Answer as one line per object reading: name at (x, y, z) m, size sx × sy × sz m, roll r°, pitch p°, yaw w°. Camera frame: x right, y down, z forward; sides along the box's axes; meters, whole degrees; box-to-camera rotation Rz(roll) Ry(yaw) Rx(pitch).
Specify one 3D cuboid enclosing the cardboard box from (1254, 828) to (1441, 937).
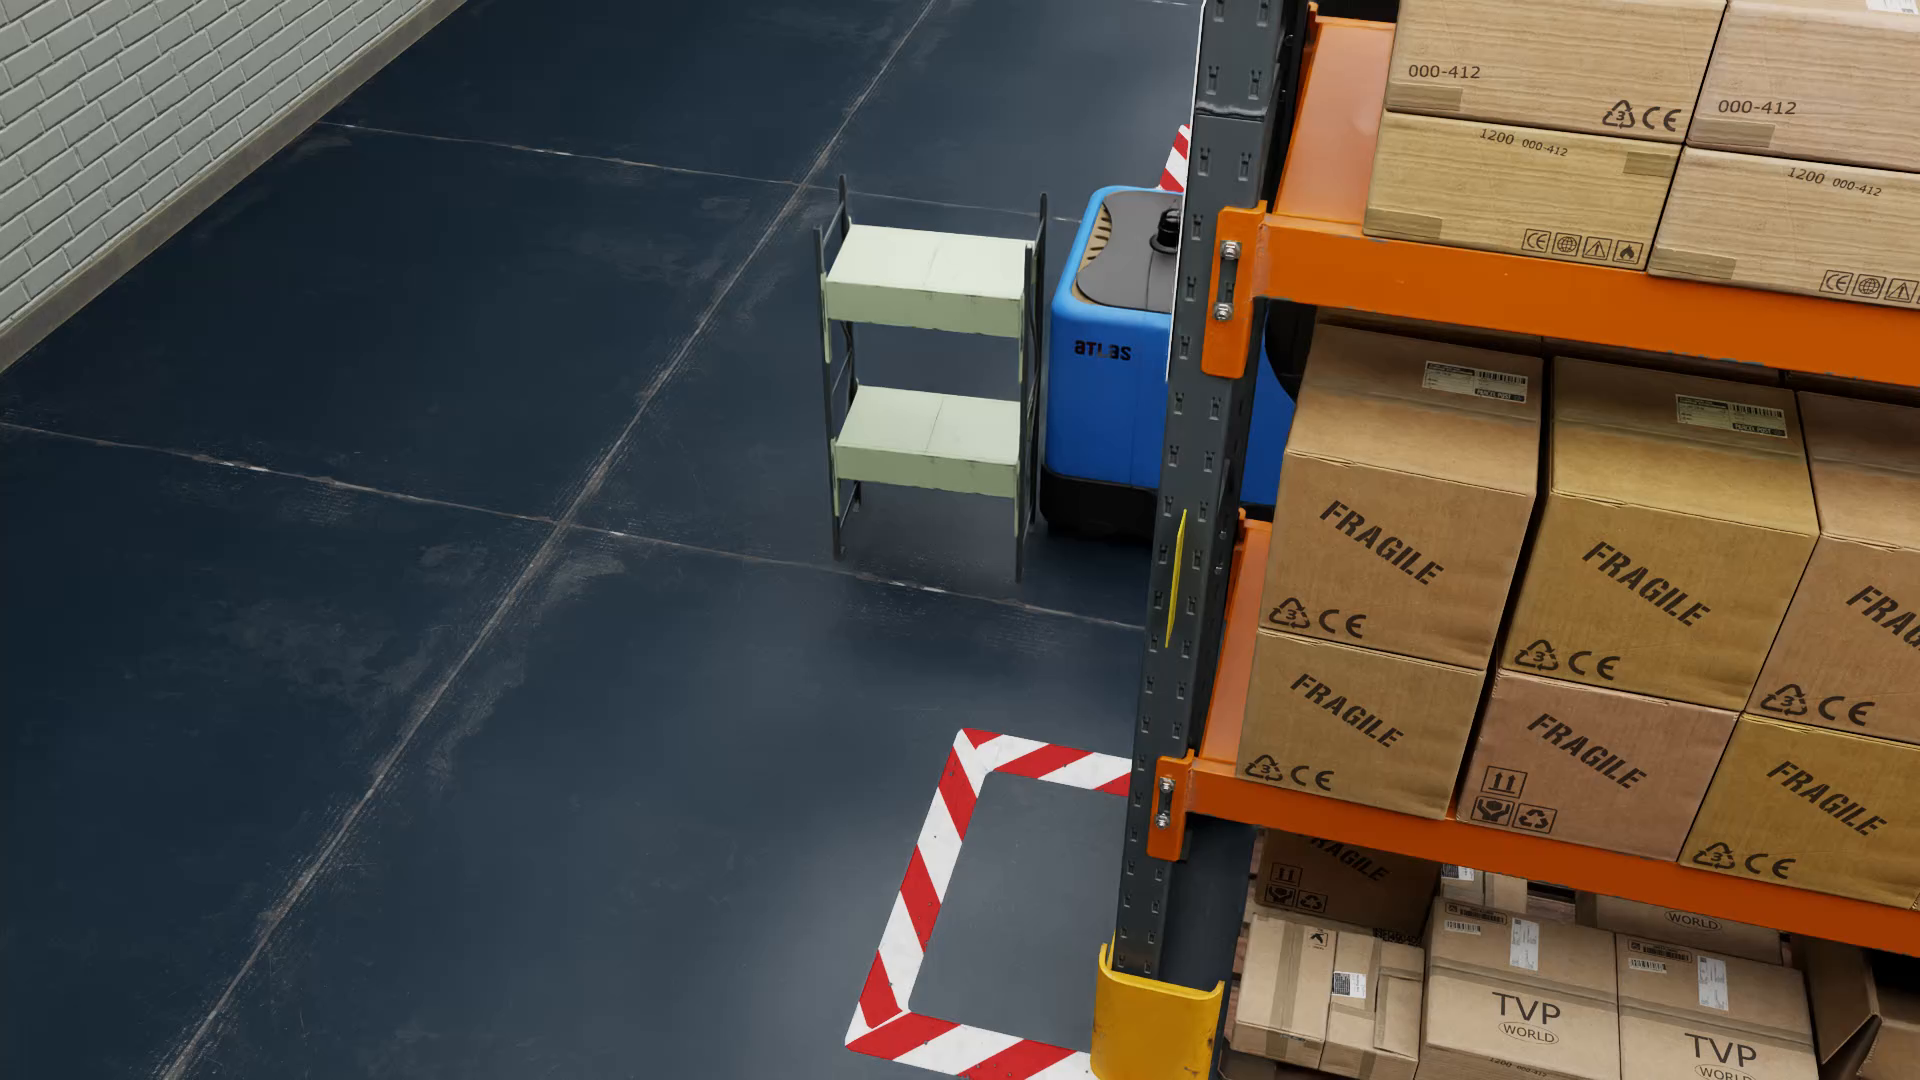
cardboard box at (1.202, 0.807, 5.059) m, size 0.500 × 0.500 × 0.500 m, roll 10°, pitch 41°, yaw 11°

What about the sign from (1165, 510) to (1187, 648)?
sign at (0.473, 0.086, 3.642) m, size 0.005 × 0.325 × 0.100 m, roll 10°, pitch 41°, yaw 11°

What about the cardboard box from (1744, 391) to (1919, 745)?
cardboard box at (1.963, 0.065, 3.485) m, size 0.500 × 0.500 × 0.500 m, roll 10°, pitch 41°, yaw 12°

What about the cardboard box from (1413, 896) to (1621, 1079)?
cardboard box at (1.548, 1.315, 4.648) m, size 0.500 × 0.250 × 0.500 m, roll 10°, pitch 41°, yaw 11°

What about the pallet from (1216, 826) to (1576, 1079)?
pallet at (1.457, 1.293, 5.046) m, size 1.213 × 0.211 × 1.003 m, roll 10°, pitch 41°, yaw 11°

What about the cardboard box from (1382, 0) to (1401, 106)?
cardboard box at (1.178, -1.089, 3.499) m, size 0.500 × 0.250 × 0.500 m, roll 10°, pitch 41°, yaw 11°

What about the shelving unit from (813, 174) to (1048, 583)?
shelving unit at (-0.096, -0.573, 6.266) m, size 0.755 × 1.500 × 0.431 m, roll 7°, pitch 40°, yaw 8°

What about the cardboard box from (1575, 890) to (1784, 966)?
cardboard box at (2.112, 1.079, 4.929) m, size 0.500 × 0.250 × 0.500 m, roll 10°, pitch 41°, yaw 11°

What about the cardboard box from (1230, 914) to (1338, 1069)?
cardboard box at (0.929, 1.287, 4.760) m, size 0.250 × 0.149 × 0.380 m, roll 10°, pitch 41°, yaw 11°

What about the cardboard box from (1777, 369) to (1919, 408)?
cardboard box at (2.104, -0.271, 3.885) m, size 0.500 × 0.500 × 0.500 m, roll 11°, pitch 41°, yaw 13°

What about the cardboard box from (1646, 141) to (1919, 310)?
cardboard box at (1.523, -0.676, 3.007) m, size 0.500 × 0.250 × 0.500 m, roll 10°, pitch 41°, yaw 11°

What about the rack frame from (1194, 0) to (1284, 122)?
rack frame at (0.613, -2.217, 2.392) m, size 0.127 × 3.000 × 1.000 m, roll 10°, pitch 41°, yaw 11°

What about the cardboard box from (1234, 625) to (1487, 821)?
cardboard box at (0.974, 0.280, 4.007) m, size 0.500 × 0.500 × 0.500 m, roll 11°, pitch 41°, yaw 12°

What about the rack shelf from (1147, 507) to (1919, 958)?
rack shelf at (2.545, 0.689, 4.157) m, size 4.000 × 0.370 × 1.077 m, roll 10°, pitch 41°, yaw 11°

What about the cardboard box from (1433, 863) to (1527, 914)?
cardboard box at (1.570, 1.058, 5.019) m, size 0.250 × 0.166 × 0.380 m, roll 10°, pitch 41°, yaw 11°

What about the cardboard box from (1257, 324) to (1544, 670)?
cardboard box at (0.974, -0.103, 3.685) m, size 0.500 × 0.500 × 0.500 m, roll 11°, pitch 41°, yaw 13°

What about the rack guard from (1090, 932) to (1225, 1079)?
rack guard at (0.687, 1.050, 5.111) m, size 0.348 × 0.500 × 1.175 m, roll 10°, pitch 41°, yaw 11°

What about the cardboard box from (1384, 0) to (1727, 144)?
cardboard box at (1.042, -0.955, 2.950) m, size 0.500 × 0.250 × 0.500 m, roll 10°, pitch 41°, yaw 11°

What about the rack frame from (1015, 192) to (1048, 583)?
rack frame at (0.264, -0.531, 6.216) m, size 0.023 × 1.500 × 0.400 m, roll 7°, pitch 40°, yaw 8°

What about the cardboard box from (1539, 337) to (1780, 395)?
cardboard box at (1.602, -0.354, 3.984) m, size 0.500 × 0.500 × 0.500 m, roll 11°, pitch 41°, yaw 13°

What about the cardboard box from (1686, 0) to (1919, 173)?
cardboard box at (1.523, -0.867, 2.846) m, size 0.500 × 0.250 × 0.500 m, roll 10°, pitch 41°, yaw 11°

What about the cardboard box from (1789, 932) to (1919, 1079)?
cardboard box at (2.661, 1.224, 4.559) m, size 0.637 × 0.503 × 0.797 m, roll 10°, pitch 41°, yaw 11°

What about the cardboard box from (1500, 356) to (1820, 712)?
cardboard box at (1.481, -0.021, 3.587) m, size 0.500 × 0.500 × 0.500 m, roll 10°, pitch 41°, yaw 12°

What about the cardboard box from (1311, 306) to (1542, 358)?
cardboard box at (1.114, -0.437, 4.083) m, size 0.500 × 0.500 × 0.500 m, roll 9°, pitch 41°, yaw 11°

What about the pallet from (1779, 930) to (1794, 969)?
pallet at (2.632, 1.497, 4.803) m, size 1.213 × 0.211 × 1.003 m, roll 10°, pitch 41°, yaw 11°

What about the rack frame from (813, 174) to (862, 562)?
rack frame at (-0.456, -0.615, 6.316) m, size 0.023 × 1.500 × 0.400 m, roll 7°, pitch 40°, yaw 8°

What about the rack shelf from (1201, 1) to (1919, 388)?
rack shelf at (2.545, -0.460, 3.193) m, size 4.000 × 0.370 × 1.077 m, roll 10°, pitch 41°, yaw 11°

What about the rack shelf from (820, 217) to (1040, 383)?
rack shelf at (-0.096, -0.872, 6.015) m, size 0.720 × 0.370 × 0.431 m, roll 7°, pitch 40°, yaw 8°

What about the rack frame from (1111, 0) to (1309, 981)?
rack frame at (0.613, 0.081, 4.322) m, size 0.127 × 3.000 × 1.000 m, roll 10°, pitch 41°, yaw 11°

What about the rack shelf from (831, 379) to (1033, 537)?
rack shelf at (-0.096, -0.323, 6.476) m, size 0.720 × 0.370 × 0.431 m, roll 7°, pitch 40°, yaw 8°

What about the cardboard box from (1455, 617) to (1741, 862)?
cardboard box at (1.473, 0.362, 3.908) m, size 0.500 × 0.500 × 0.500 m, roll 9°, pitch 41°, yaw 11°

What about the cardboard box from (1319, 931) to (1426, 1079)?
cardboard box at (1.170, 1.322, 4.705) m, size 0.250 × 0.166 × 0.380 m, roll 10°, pitch 41°, yaw 11°

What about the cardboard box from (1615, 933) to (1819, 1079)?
cardboard box at (2.031, 1.398, 4.549) m, size 0.500 × 0.250 × 0.500 m, roll 10°, pitch 41°, yaw 11°

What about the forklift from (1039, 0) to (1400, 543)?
forklift at (1.898, -1.248, 5.957) m, size 3.031 × 2.935 × 1.130 m, roll 9°, pitch 41°, yaw 10°

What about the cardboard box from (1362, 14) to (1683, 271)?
cardboard box at (1.044, -0.767, 3.116) m, size 0.500 × 0.250 × 0.500 m, roll 10°, pitch 41°, yaw 11°

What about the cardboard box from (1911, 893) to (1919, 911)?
cardboard box at (2.440, 0.532, 3.707) m, size 0.500 × 0.500 × 0.500 m, roll 10°, pitch 41°, yaw 12°

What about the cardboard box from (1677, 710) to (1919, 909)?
cardboard box at (1.957, 0.448, 3.807) m, size 0.500 × 0.500 × 0.500 m, roll 10°, pitch 41°, yaw 11°

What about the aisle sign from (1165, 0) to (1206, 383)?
aisle sign at (0.471, -0.744, 3.282) m, size 0.004 × 0.787 × 0.394 m, roll 10°, pitch 41°, yaw 11°
